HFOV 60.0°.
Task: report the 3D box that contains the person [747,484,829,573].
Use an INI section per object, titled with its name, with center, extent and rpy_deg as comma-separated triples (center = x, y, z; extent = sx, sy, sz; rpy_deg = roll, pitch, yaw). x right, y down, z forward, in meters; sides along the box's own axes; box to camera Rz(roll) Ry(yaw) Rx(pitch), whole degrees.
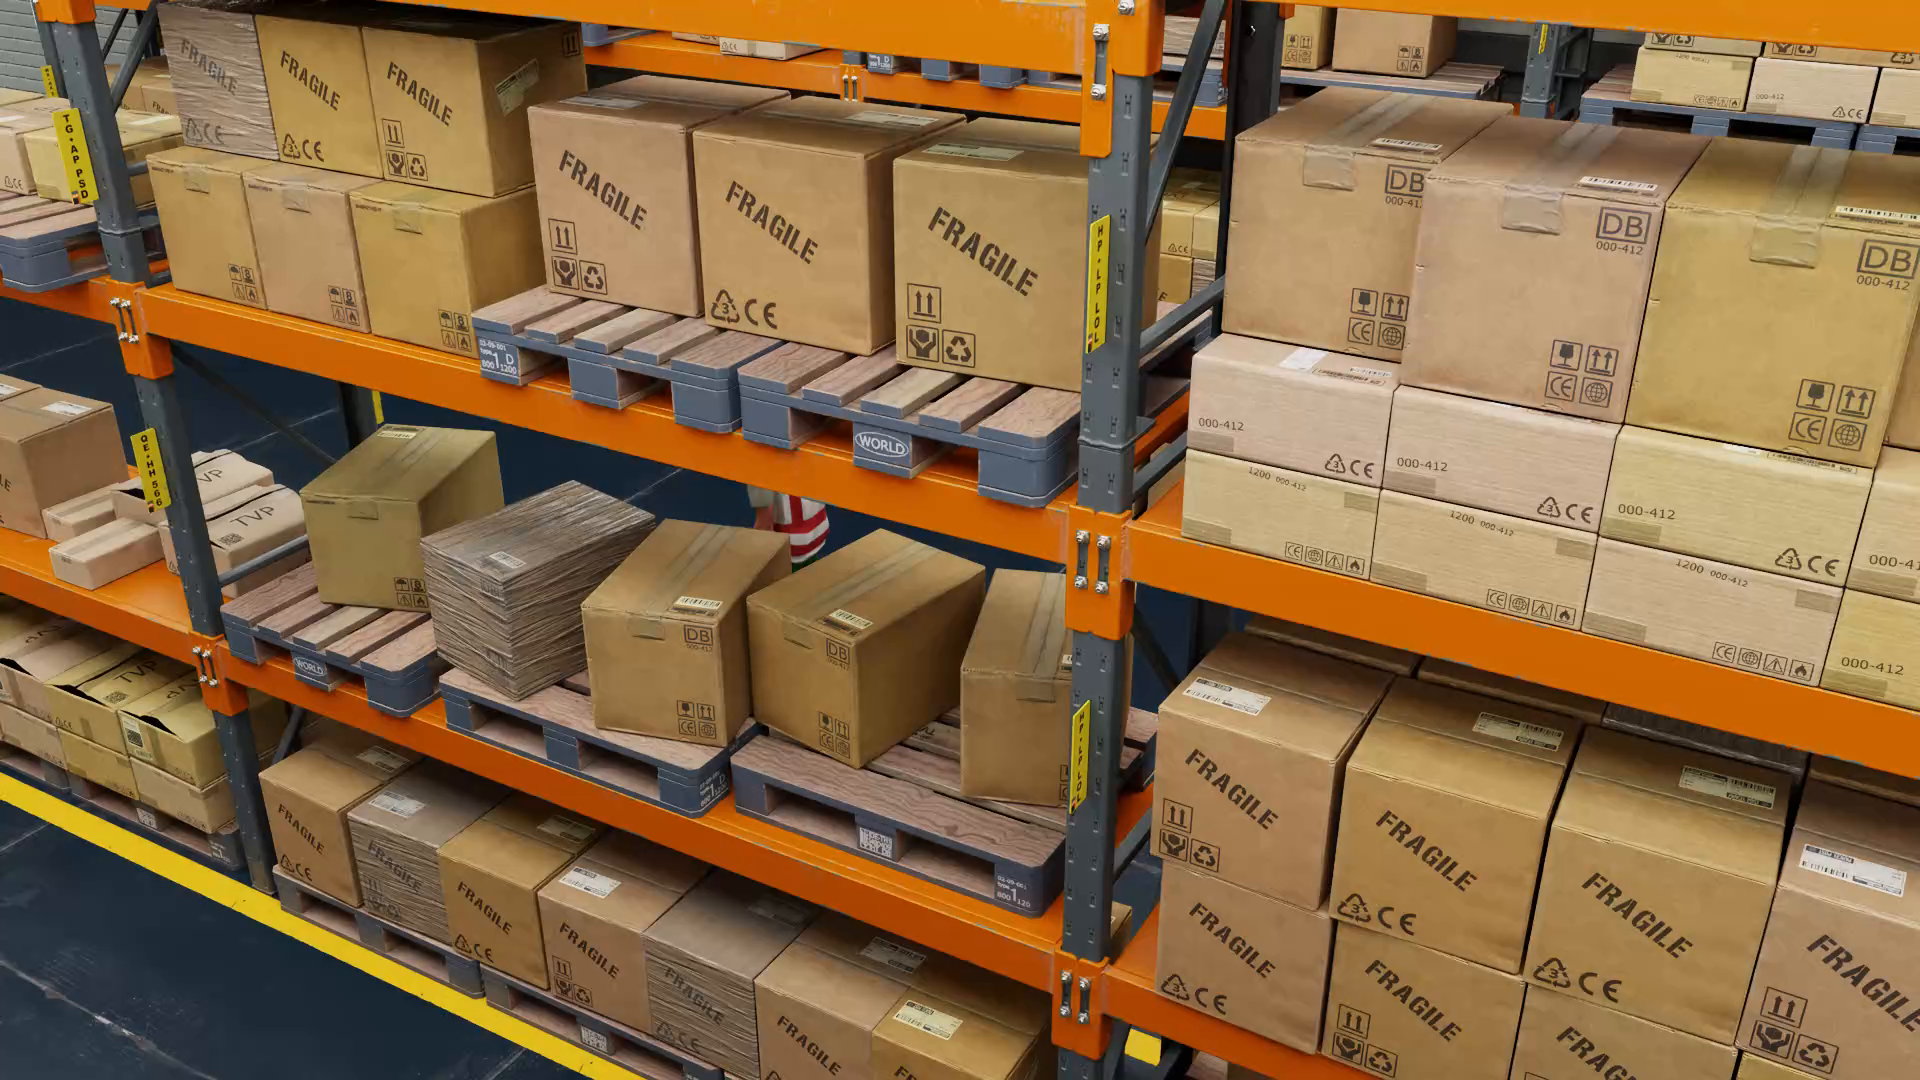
[person]
center = -0.913, 0.021, 8.554
extent = 0.447, 1.778, 0.592
rpy_deg = 13, 29, 24
